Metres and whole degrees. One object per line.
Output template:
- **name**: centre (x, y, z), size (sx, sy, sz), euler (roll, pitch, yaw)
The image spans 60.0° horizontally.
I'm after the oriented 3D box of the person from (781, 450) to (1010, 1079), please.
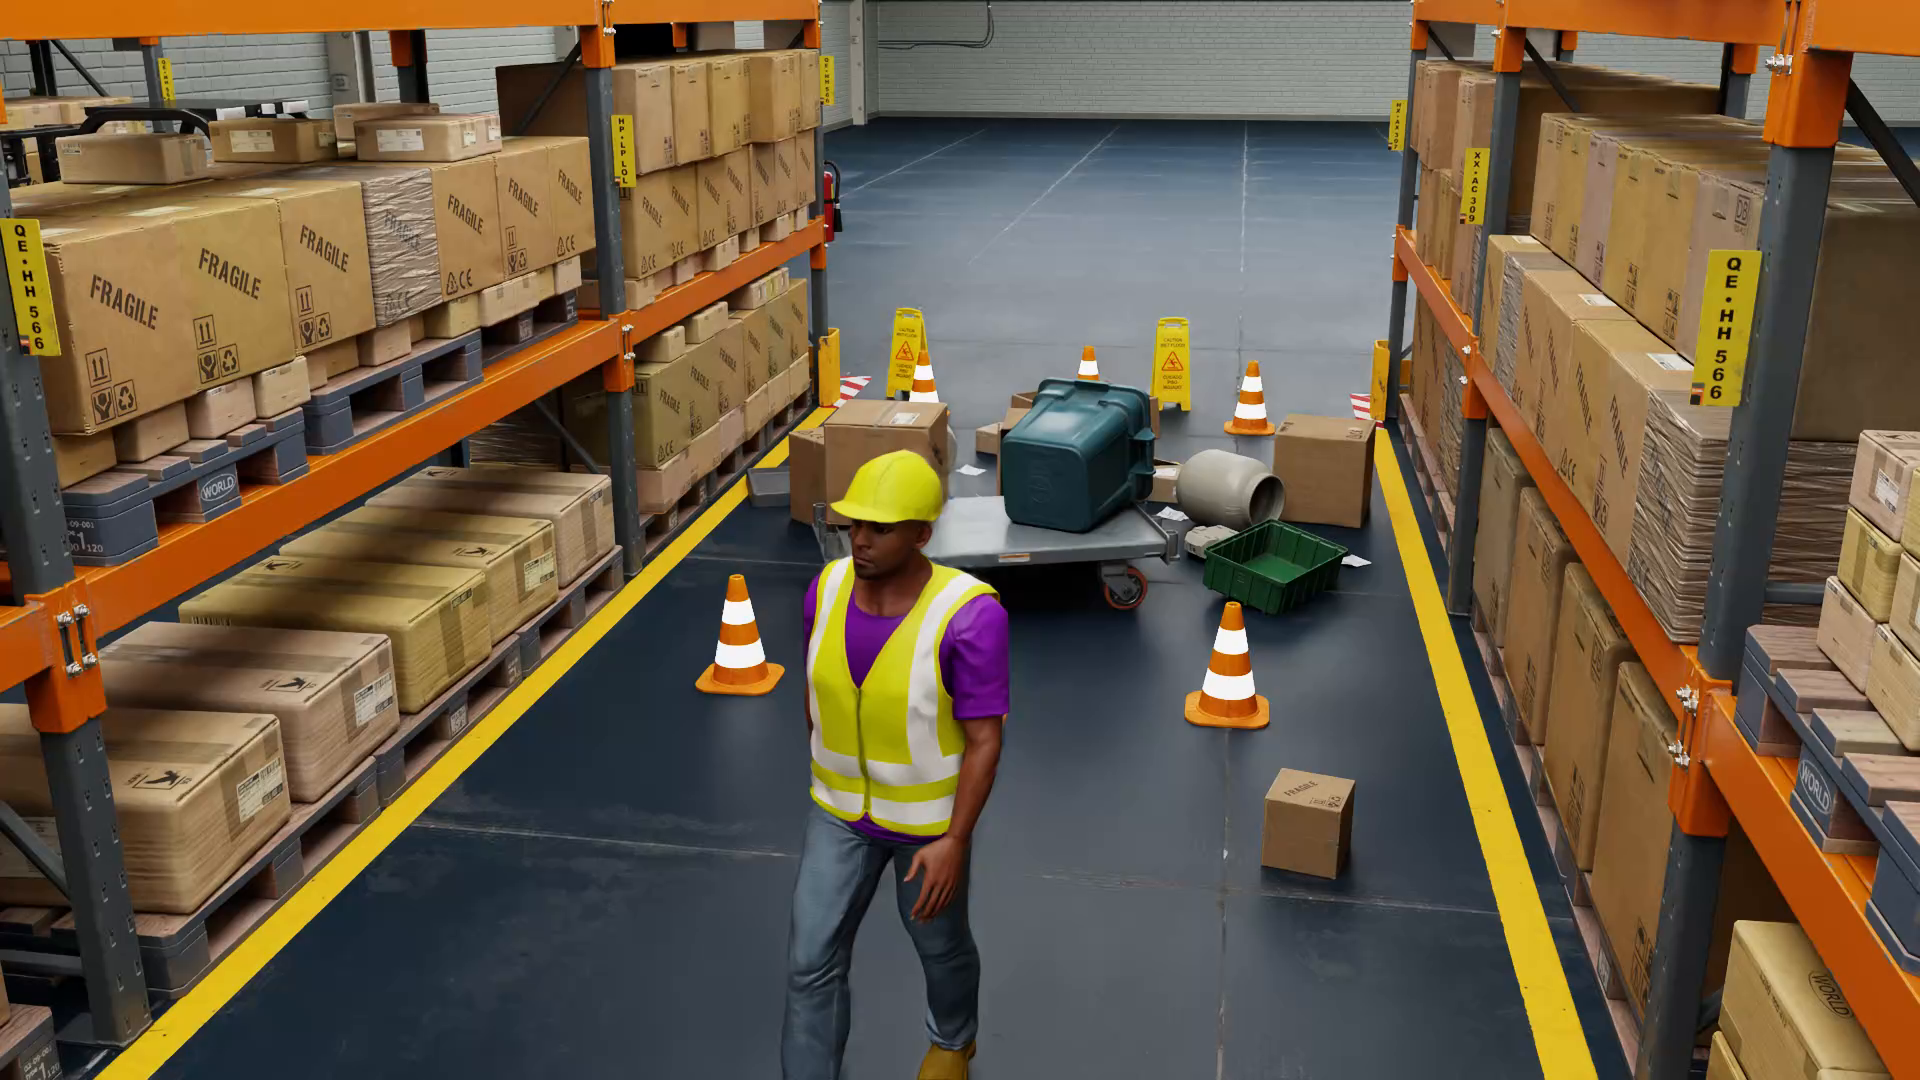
- **person**: centre (-0.184, 0.672, 3.913), size (0.584, 1.777, 0.844), euler (8, 19, 23)
